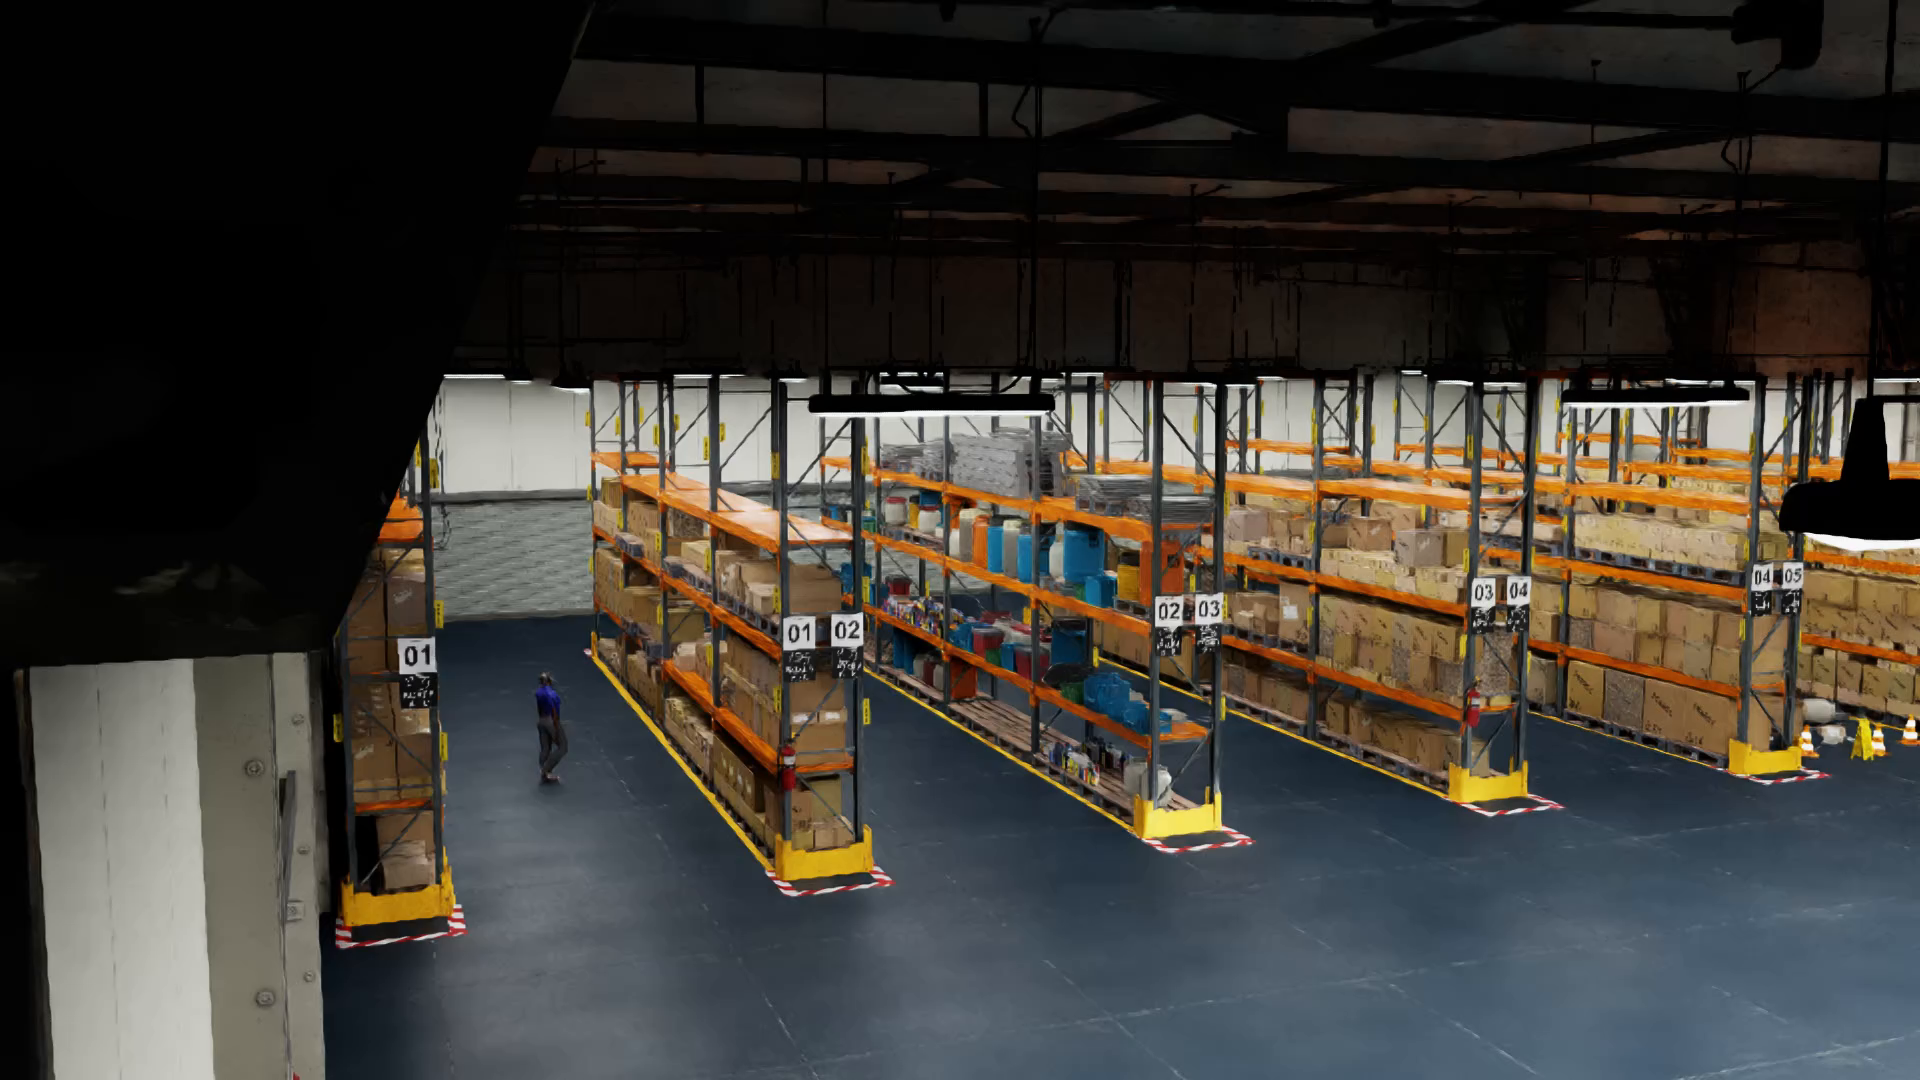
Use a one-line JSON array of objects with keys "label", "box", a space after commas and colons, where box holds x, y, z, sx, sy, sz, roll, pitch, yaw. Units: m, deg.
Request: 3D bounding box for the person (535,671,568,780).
[{"label": "person", "box": [-6.108, 2.761, 24.666, 0.495, 1.655, 0.405, 6, 8, 41]}]
